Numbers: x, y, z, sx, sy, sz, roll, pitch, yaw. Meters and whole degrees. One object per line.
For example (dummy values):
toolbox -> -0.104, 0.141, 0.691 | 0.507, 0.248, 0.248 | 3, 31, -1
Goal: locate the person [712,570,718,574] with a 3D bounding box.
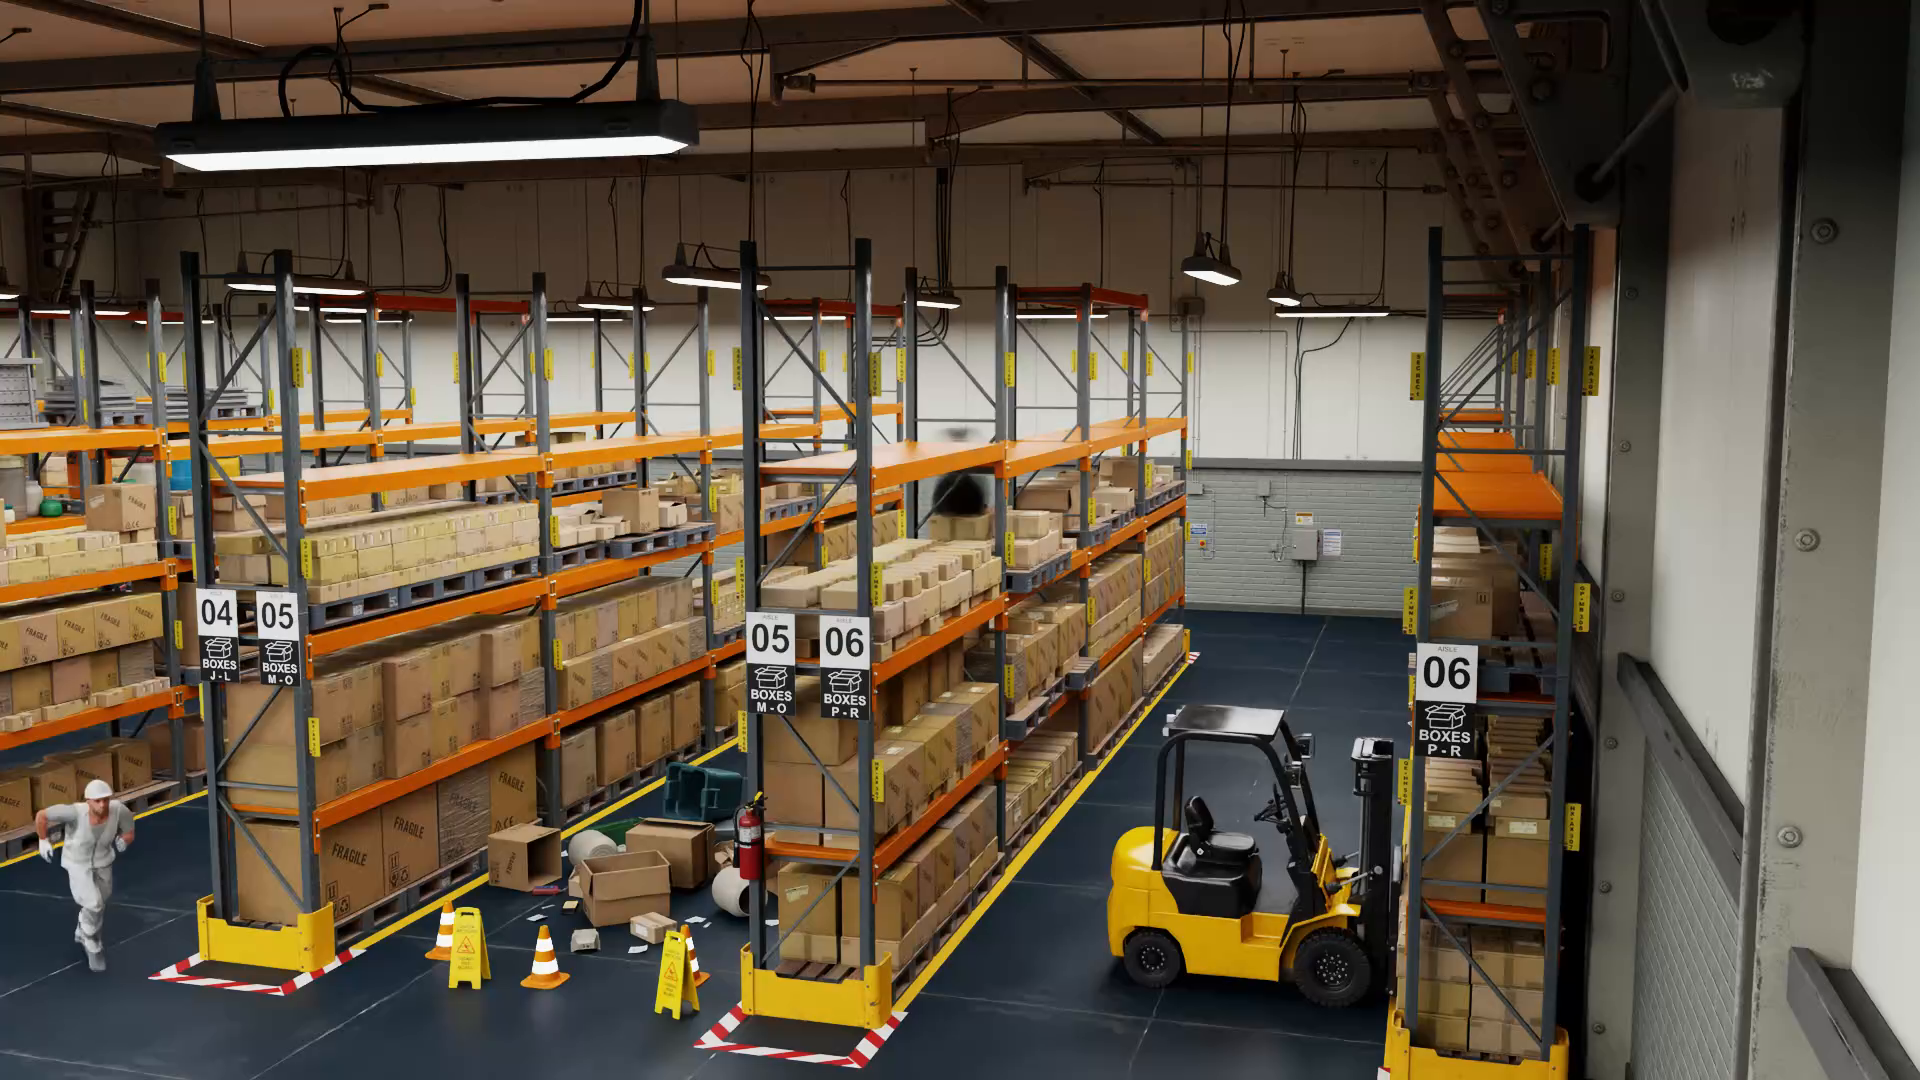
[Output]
person -> -3.980, 1.315, 27.064 | 0.569, 1.695, 0.854 | 2, 7, 21

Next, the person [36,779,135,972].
person -> -7.354, 2.798, 14.014 | 0.714, 1.695, 0.978 | -6, 9, -42
